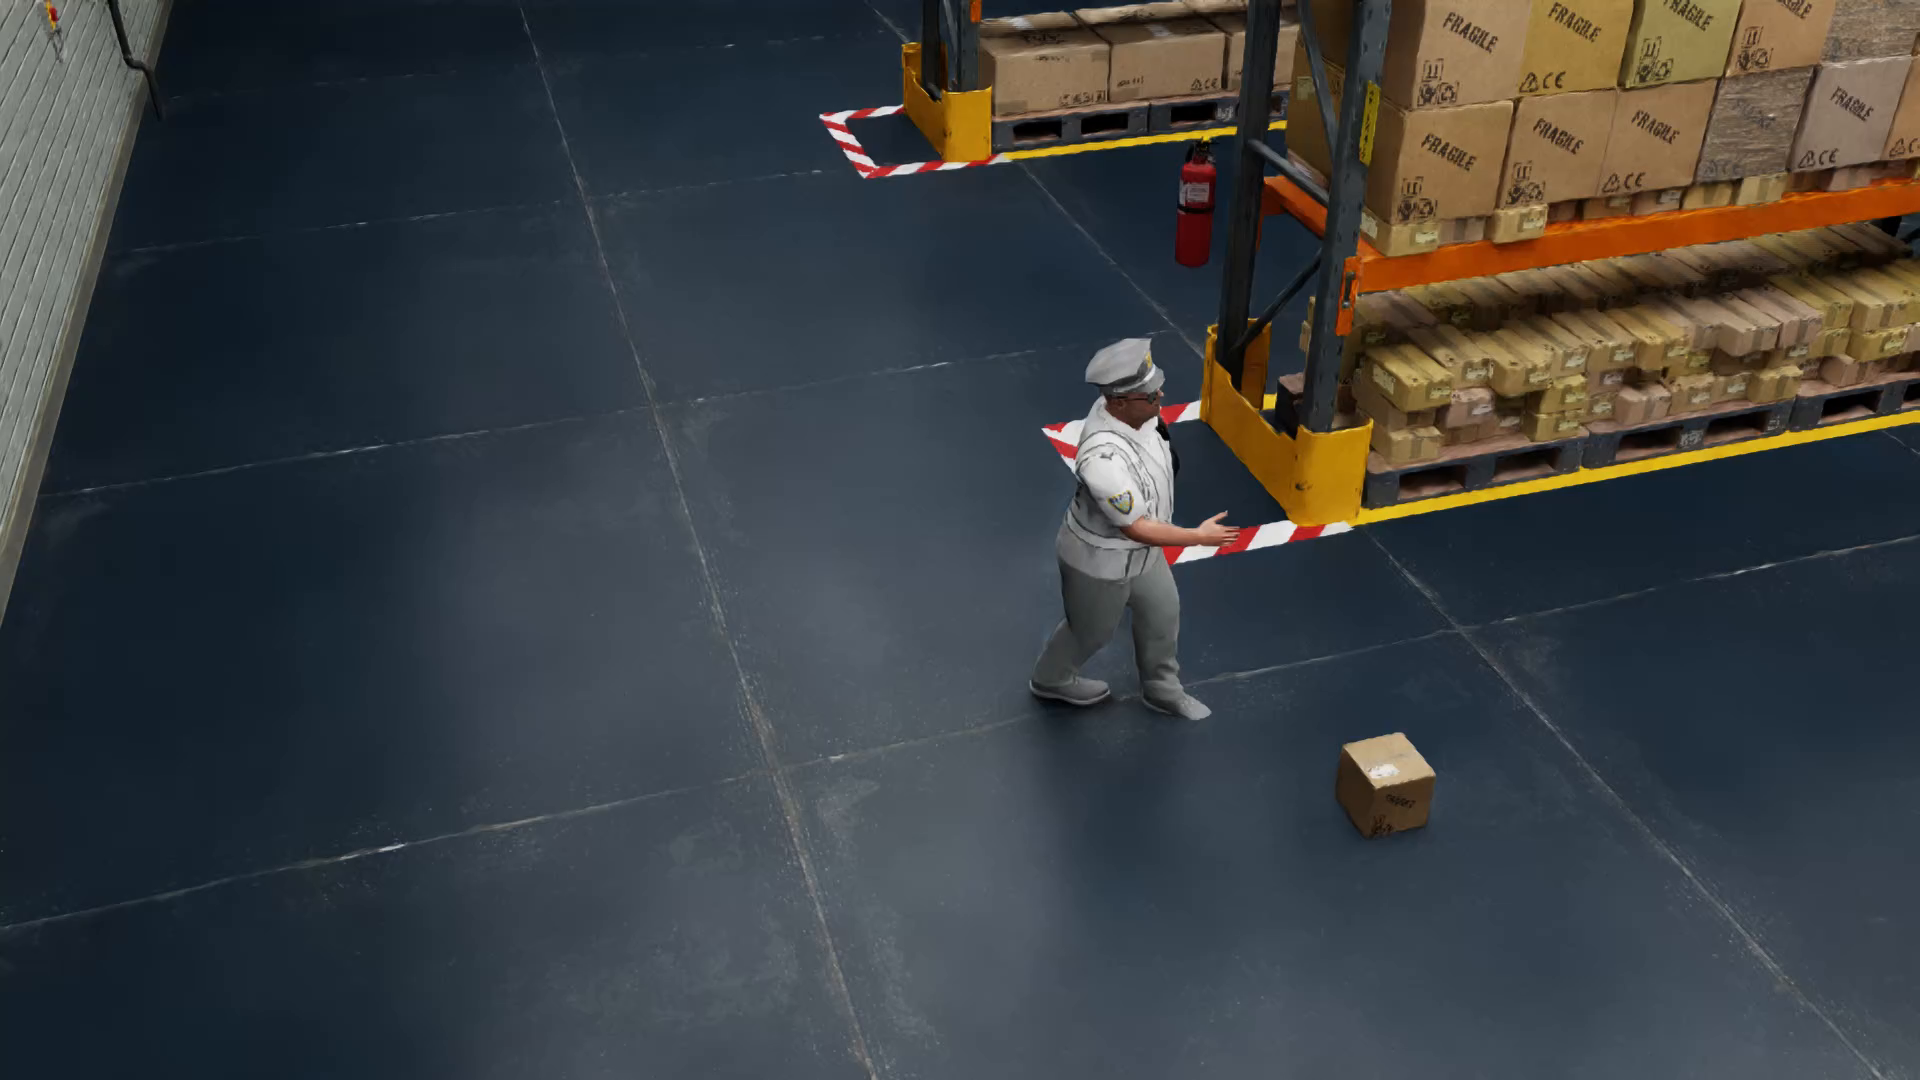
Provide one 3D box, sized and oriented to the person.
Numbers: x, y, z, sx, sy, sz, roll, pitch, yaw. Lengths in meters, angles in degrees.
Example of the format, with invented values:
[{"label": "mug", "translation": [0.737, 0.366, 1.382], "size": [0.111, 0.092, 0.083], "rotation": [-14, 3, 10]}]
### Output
[{"label": "person", "translation": [0.645, 0.012, 6.195], "size": [0.784, 1.789, 0.733], "rotation": [13, 36, 19]}]
